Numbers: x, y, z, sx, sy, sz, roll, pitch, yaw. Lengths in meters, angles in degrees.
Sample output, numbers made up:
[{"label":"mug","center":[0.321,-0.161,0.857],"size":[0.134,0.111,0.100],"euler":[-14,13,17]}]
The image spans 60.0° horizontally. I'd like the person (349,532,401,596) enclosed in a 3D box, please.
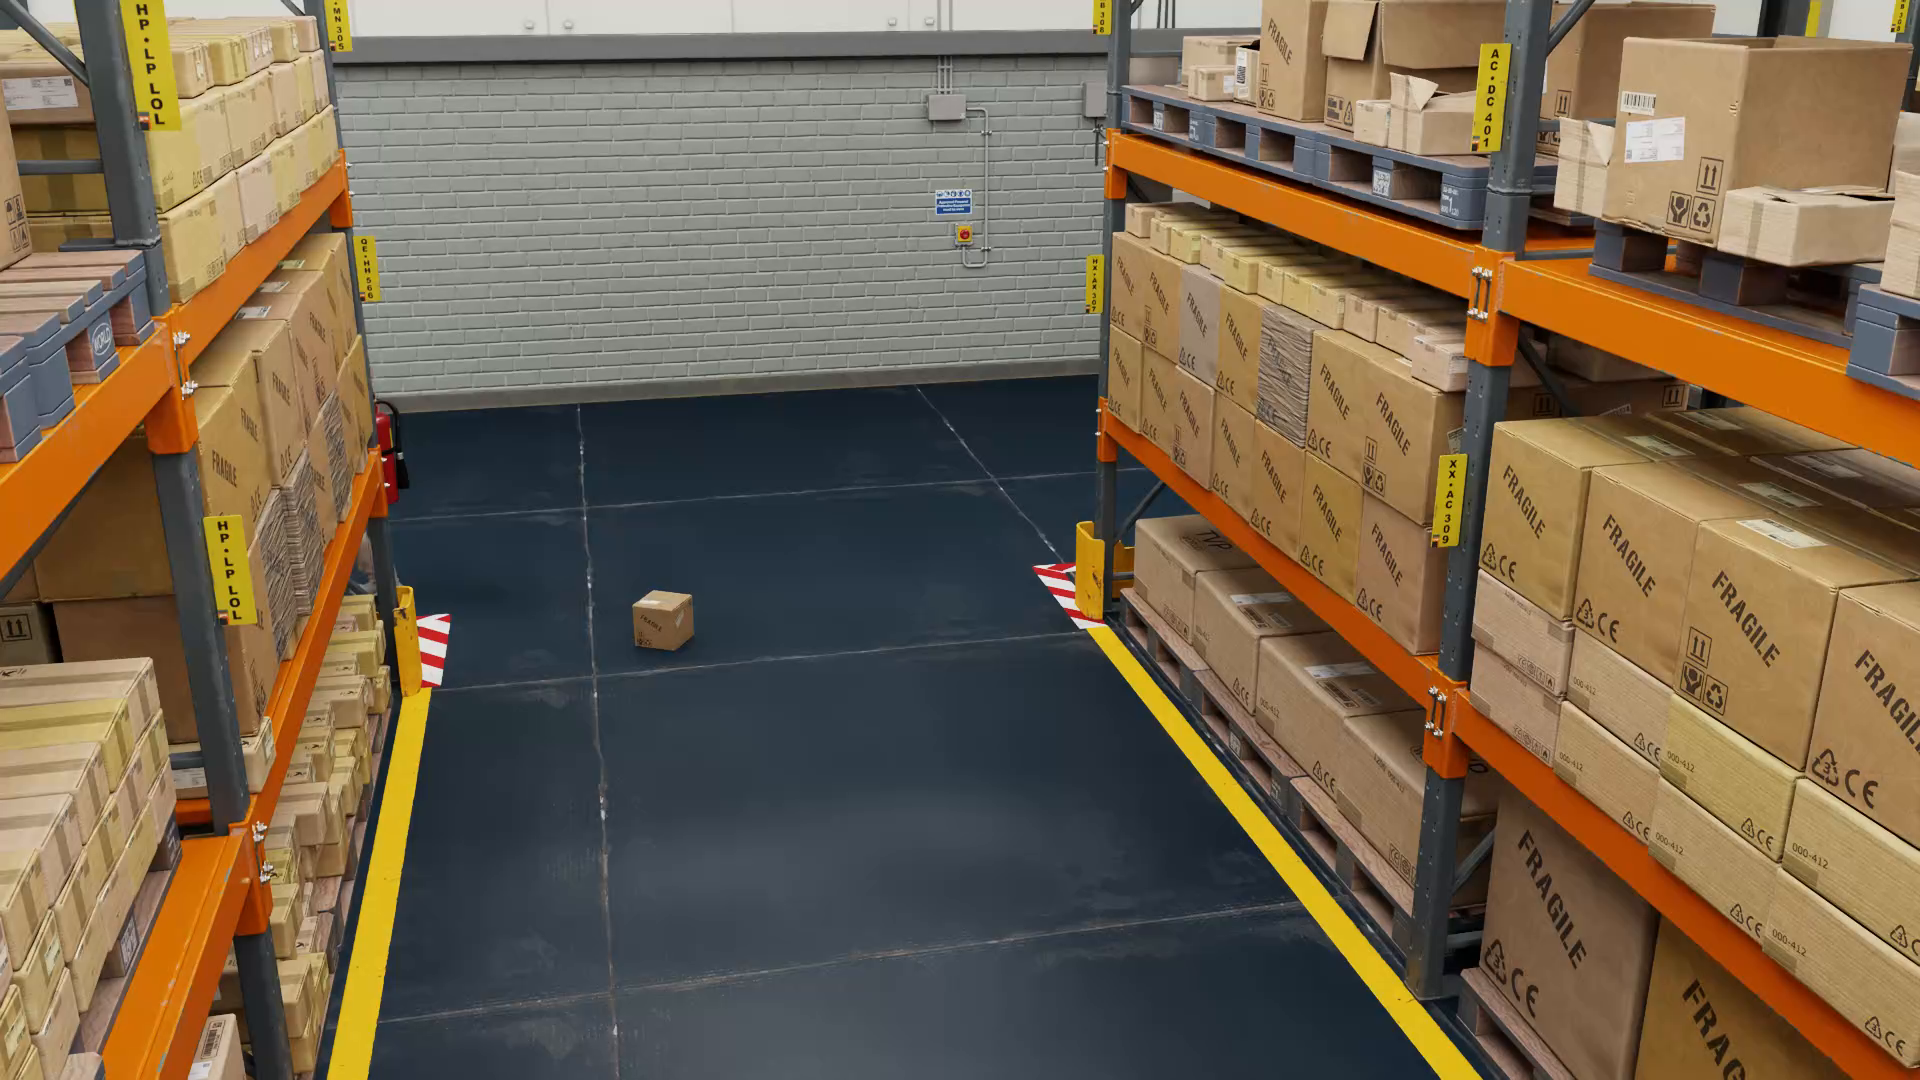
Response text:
[{"label":"person","center":[-3.900,-0.452,9.842],"size":[1.015,1.668,0.541],"euler":[-2,20,-6]}]
